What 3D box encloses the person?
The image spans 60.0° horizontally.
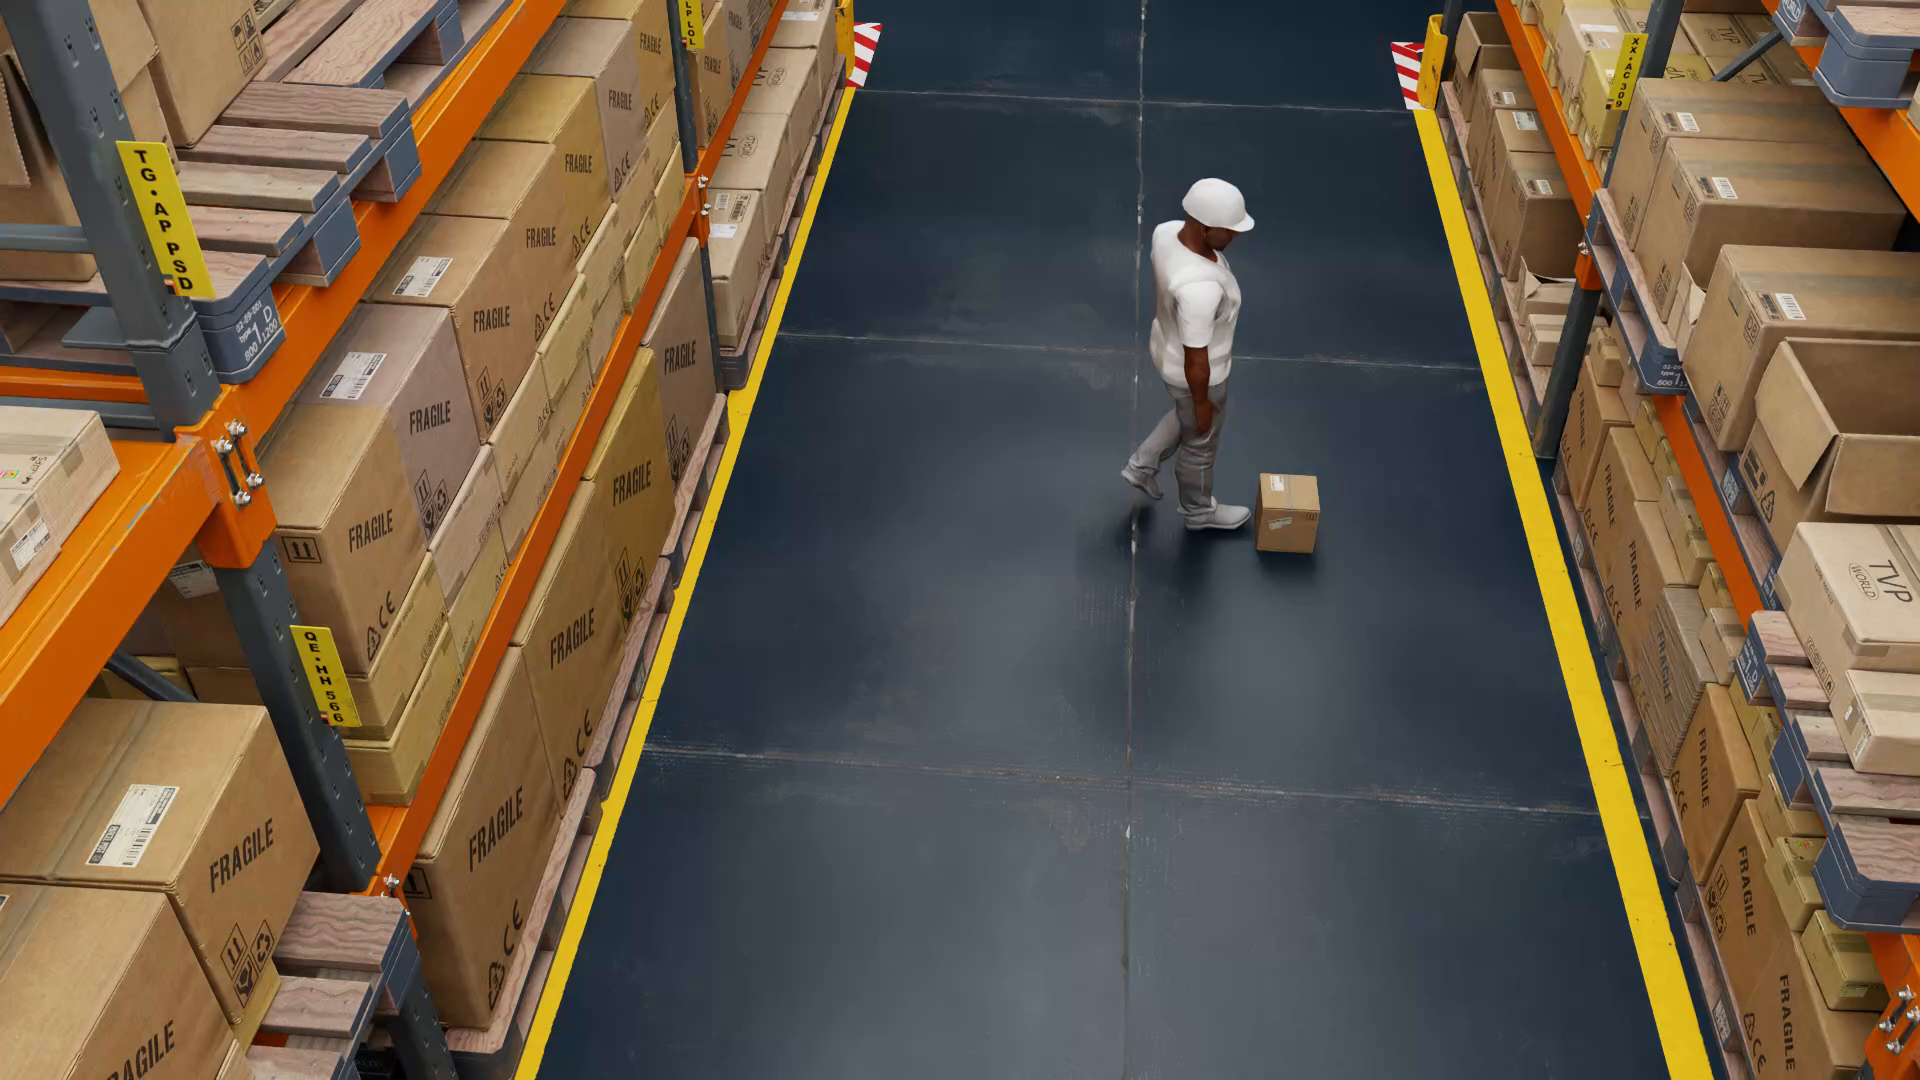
[{"bbox_3d":[1.028,-0.757,7.019,0.582,1.766,0.636,-5,40,-6],"label":"person"}]
